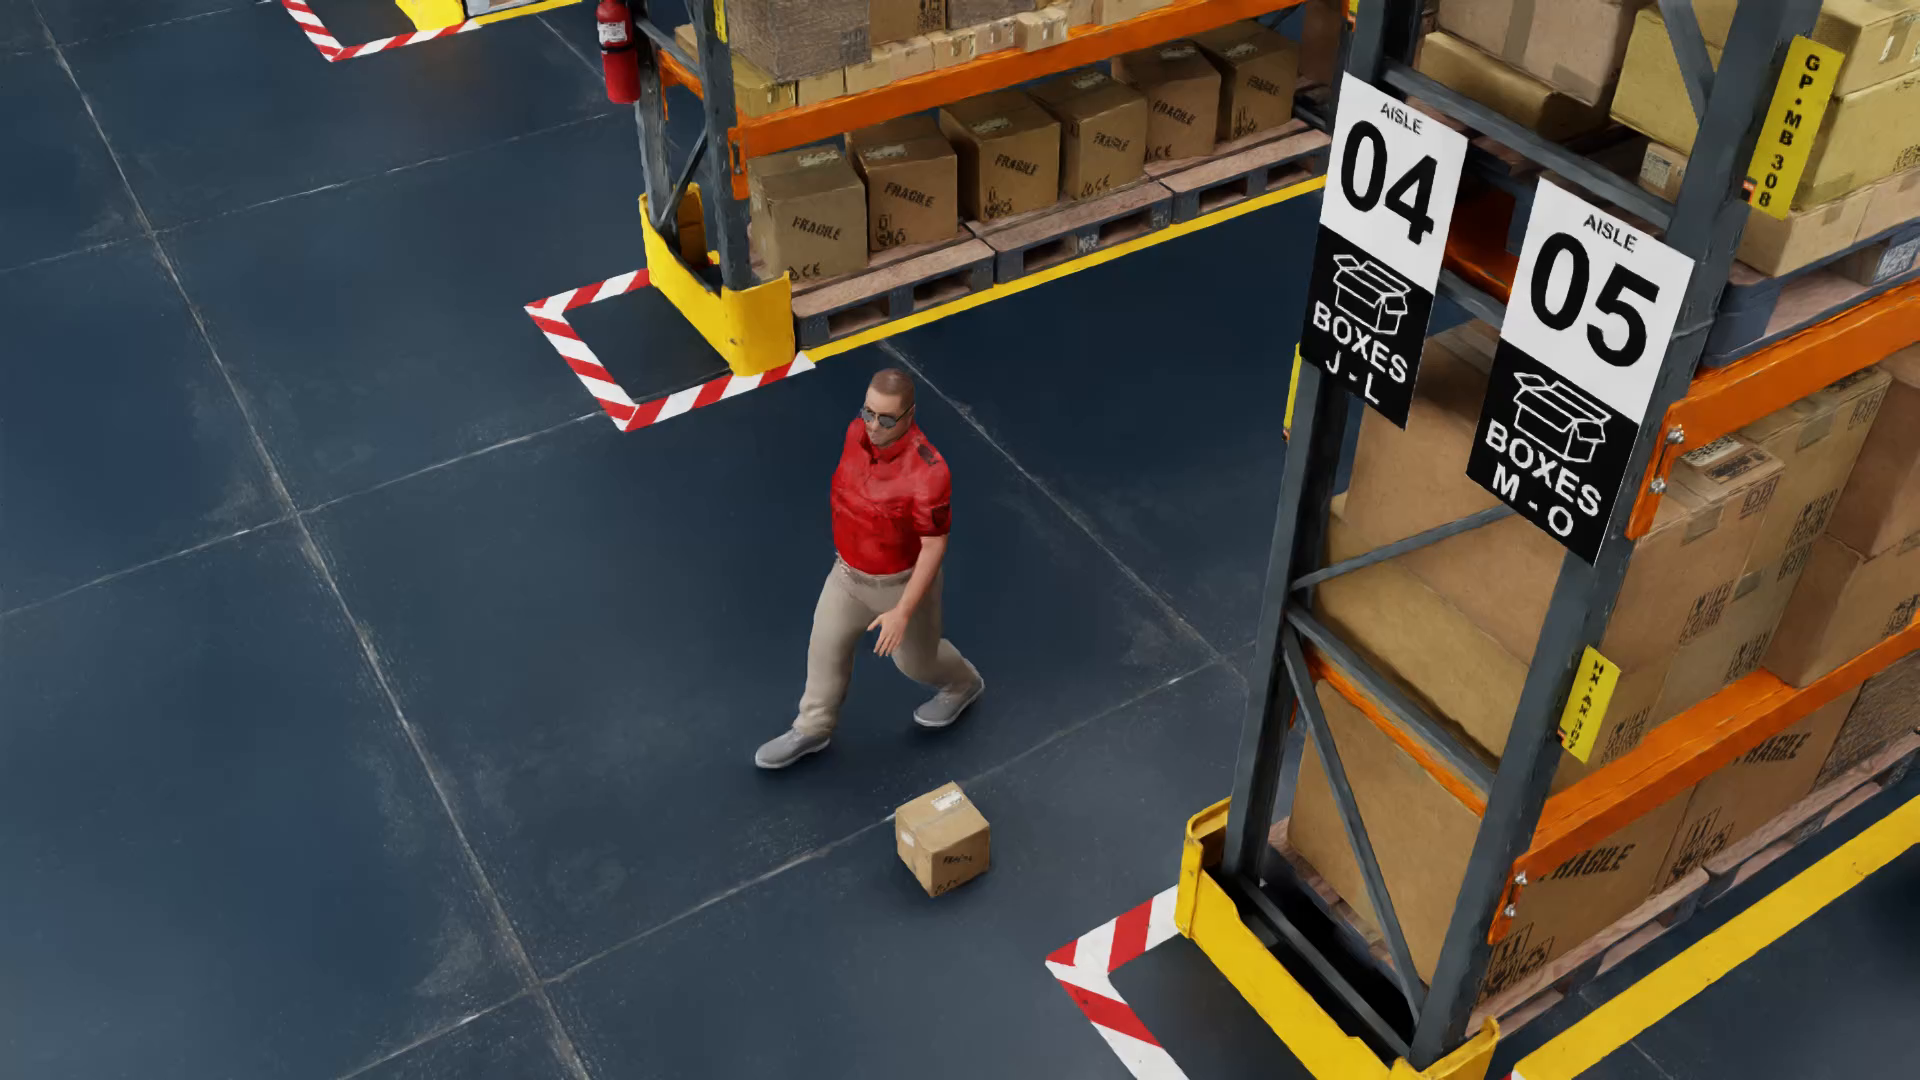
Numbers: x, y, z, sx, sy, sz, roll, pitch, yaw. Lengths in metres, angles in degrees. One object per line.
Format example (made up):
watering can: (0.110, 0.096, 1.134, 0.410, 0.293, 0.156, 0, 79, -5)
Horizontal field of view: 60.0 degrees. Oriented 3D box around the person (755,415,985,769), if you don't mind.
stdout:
person: (-0.312, 0.231, 6.063, 0.915, 1.483, 0.541, -32, 50, -32)
